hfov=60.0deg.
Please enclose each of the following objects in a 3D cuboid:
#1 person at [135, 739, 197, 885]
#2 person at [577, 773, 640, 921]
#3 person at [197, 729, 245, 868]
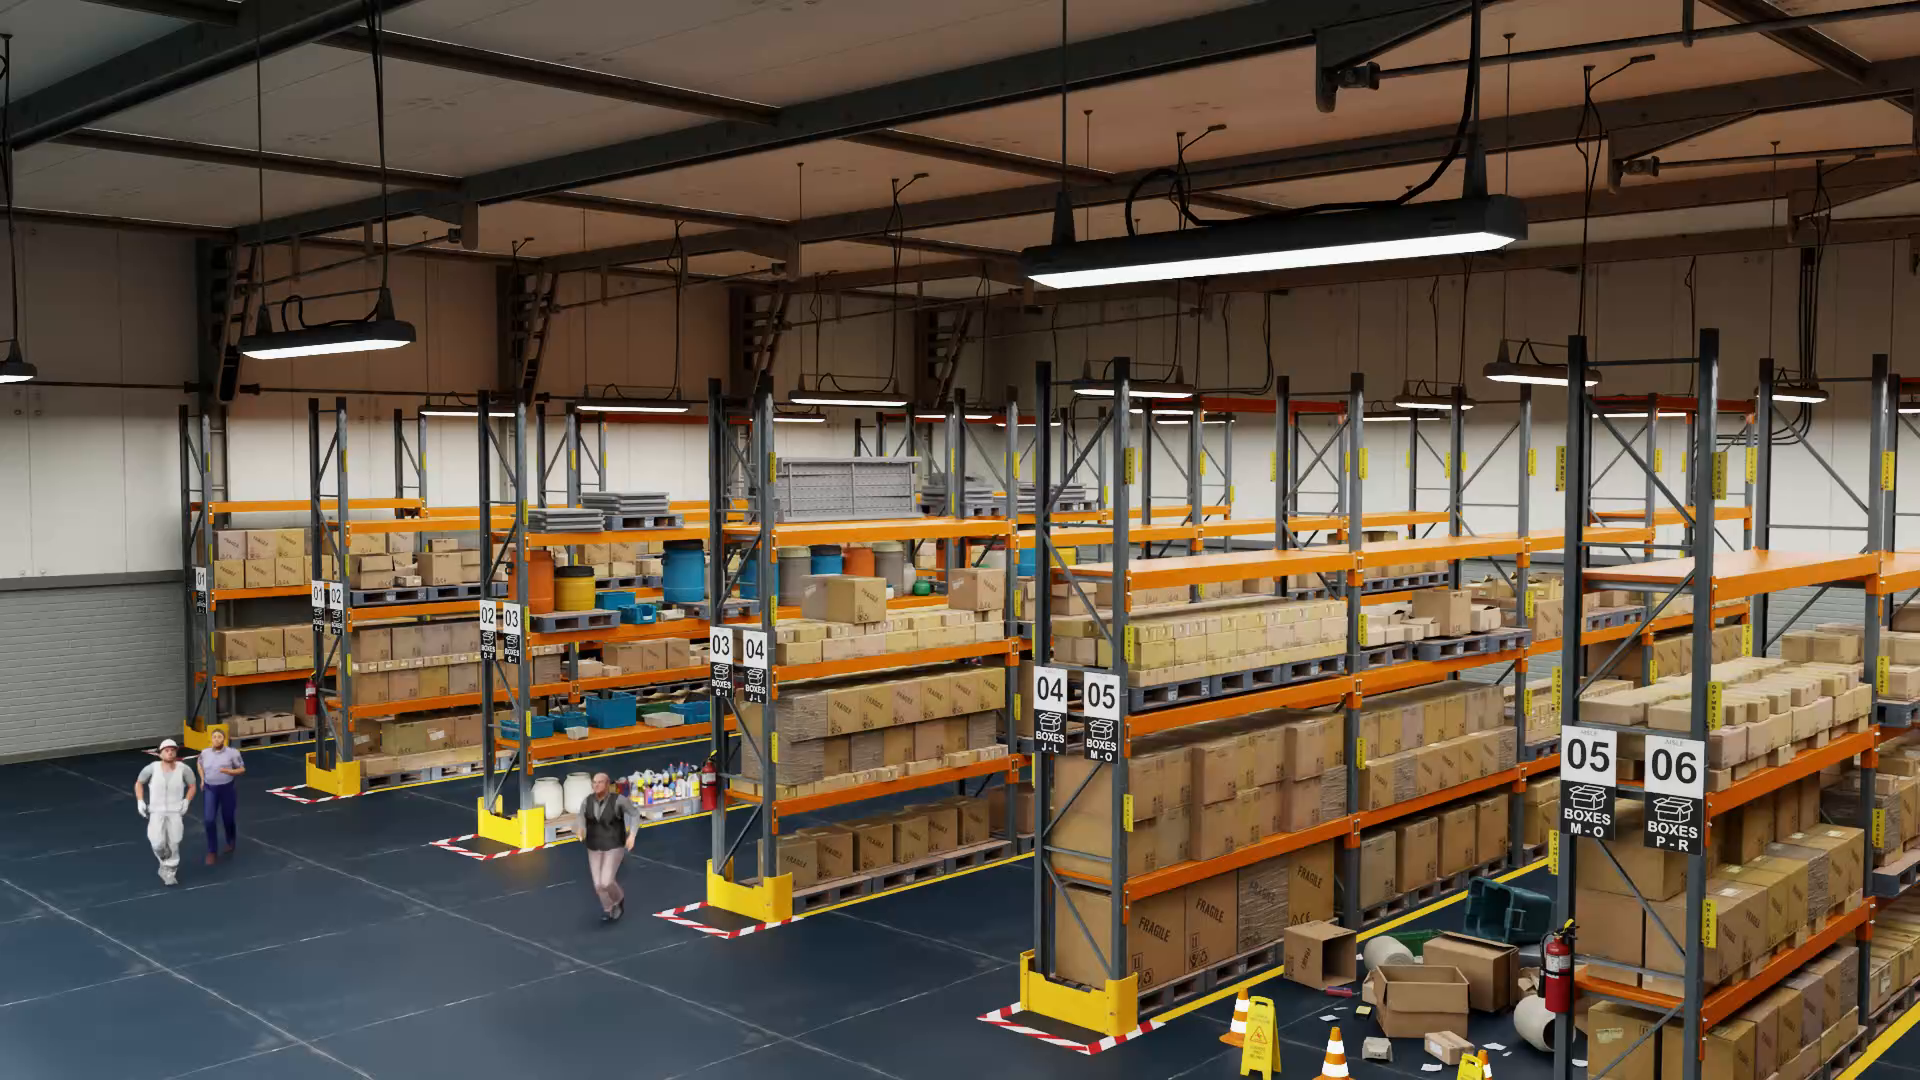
[{"bbox_3d":[-9.441,3.249,19.792,0.669,1.743,0.521,-1,3,-26],"label":"person"},{"bbox_3d":[-3.868,3.361,18.098,0.661,1.666,0.699,1,3,13],"label":"person"},{"bbox_3d":[-9.343,3.223,21.026,0.584,1.693,0.730,-1,3,-18],"label":"person"}]
